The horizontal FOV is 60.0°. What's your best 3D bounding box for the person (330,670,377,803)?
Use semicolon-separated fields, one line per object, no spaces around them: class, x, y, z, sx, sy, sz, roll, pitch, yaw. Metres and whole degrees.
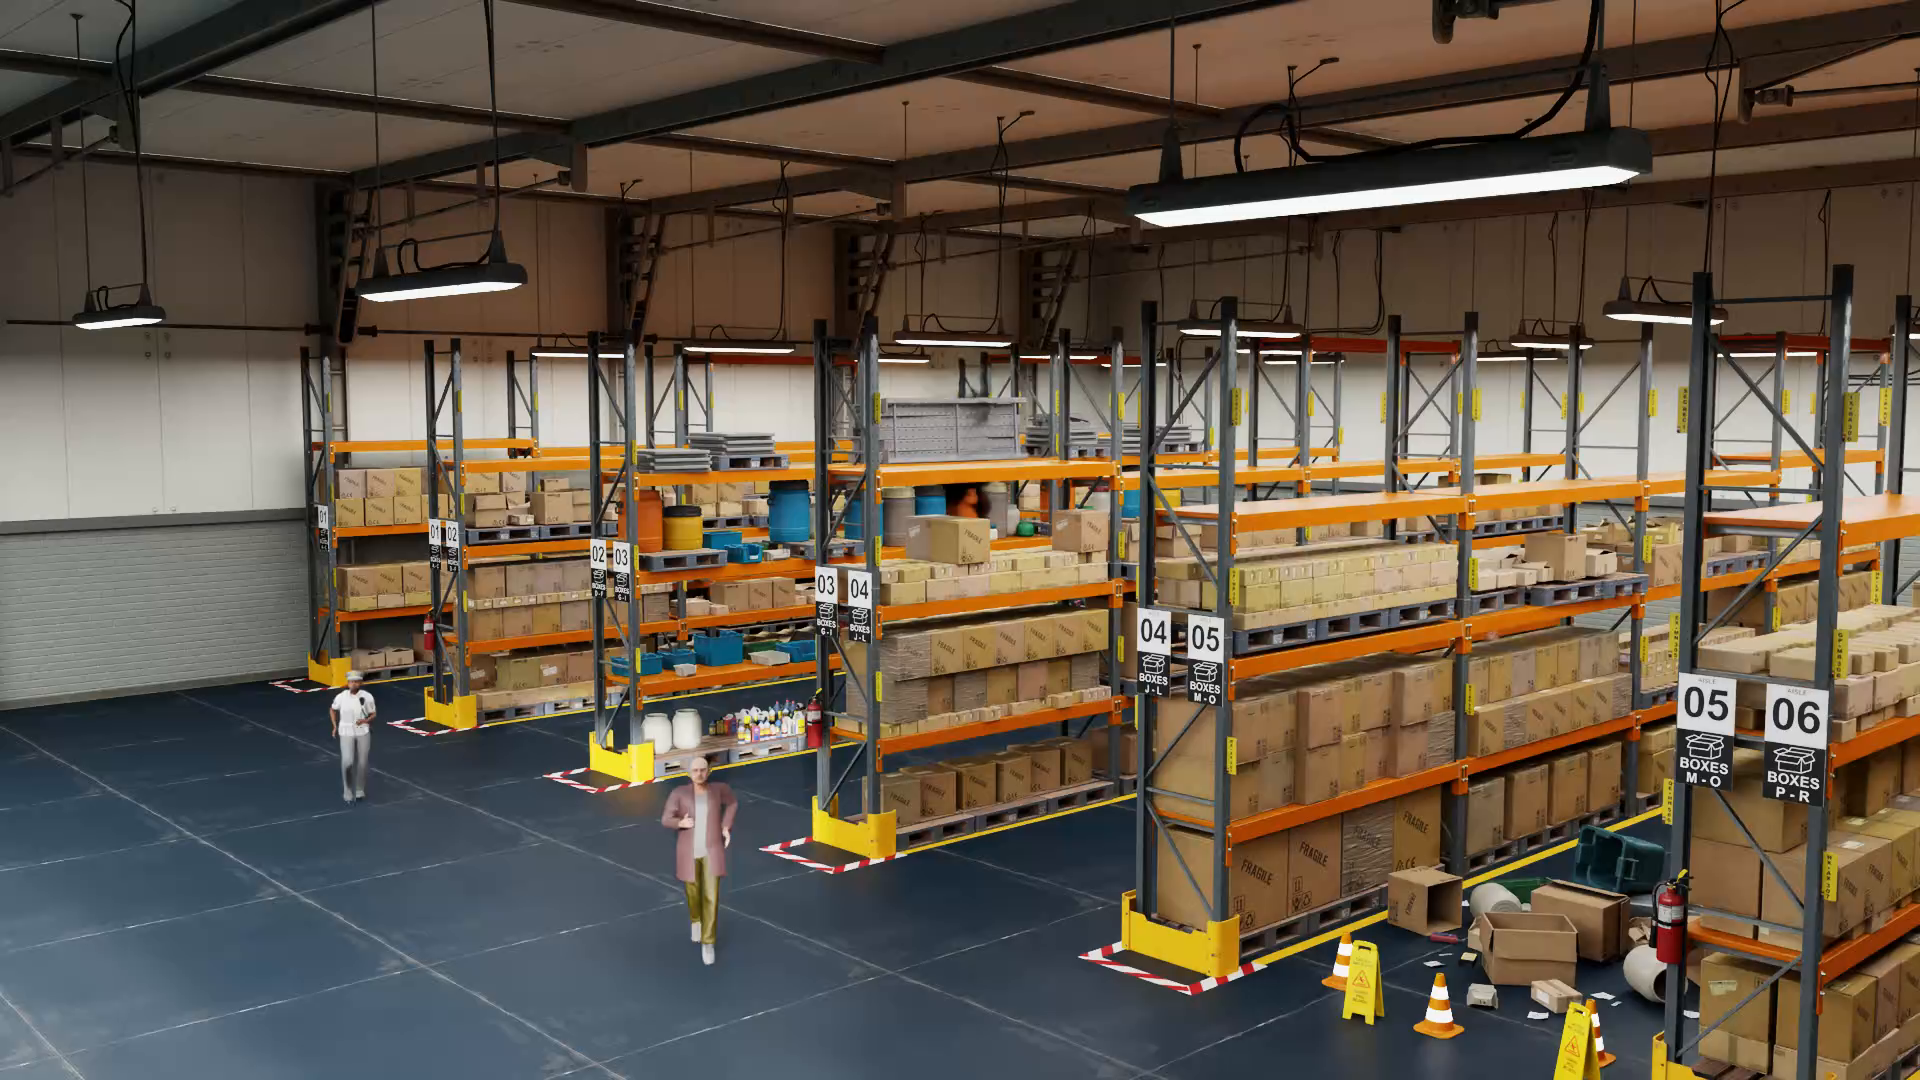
person;-7.645;2.480;20.988;0.555;1.680;0.660;-2;5;-21

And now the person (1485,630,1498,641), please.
person;7.880;2.145;24.778;0.668;1.689;0.803;4;7;41

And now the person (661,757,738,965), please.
person;-2.397;2.894;15.328;0.694;1.792;0.969;-1;5;-7
